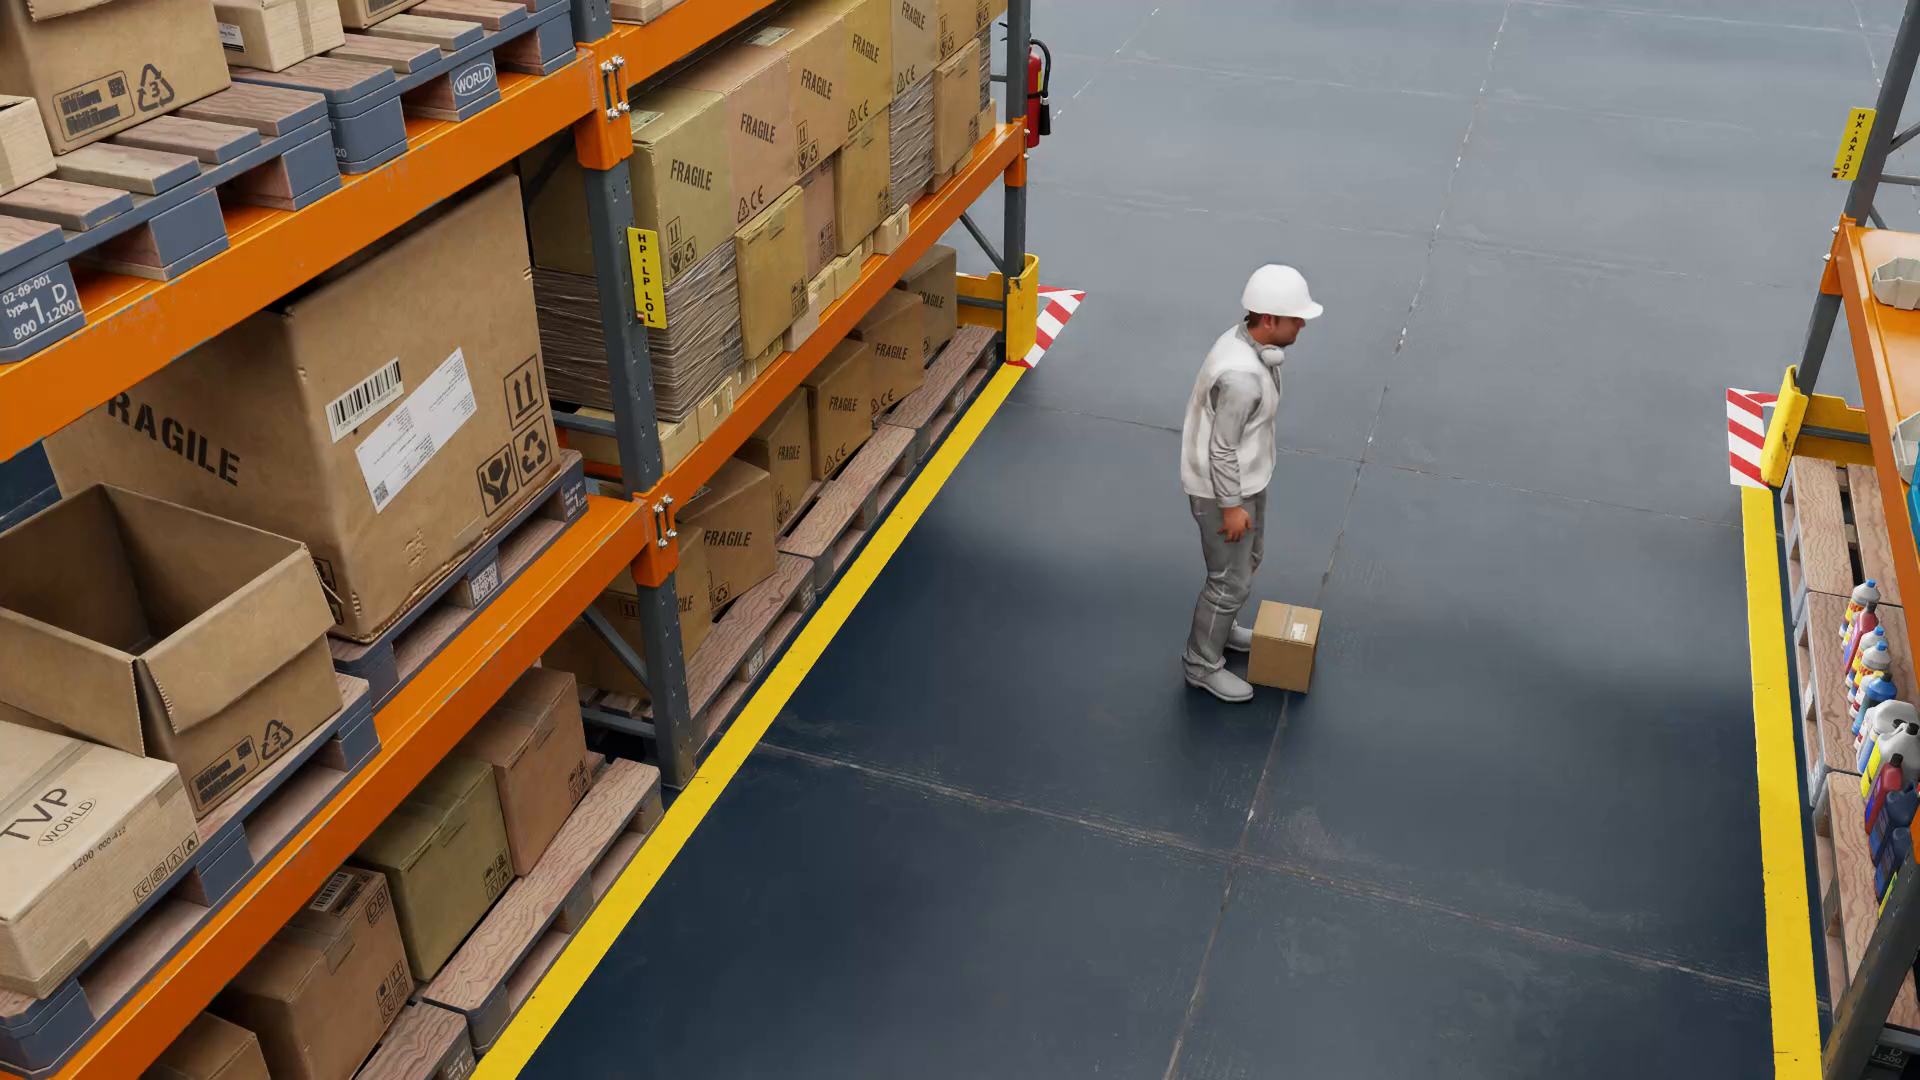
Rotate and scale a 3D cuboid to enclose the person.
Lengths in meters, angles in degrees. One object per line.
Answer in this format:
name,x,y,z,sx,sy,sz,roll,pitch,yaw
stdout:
person,1.091,-0.241,6.486,0.463,1.771,0.581,11,35,16
